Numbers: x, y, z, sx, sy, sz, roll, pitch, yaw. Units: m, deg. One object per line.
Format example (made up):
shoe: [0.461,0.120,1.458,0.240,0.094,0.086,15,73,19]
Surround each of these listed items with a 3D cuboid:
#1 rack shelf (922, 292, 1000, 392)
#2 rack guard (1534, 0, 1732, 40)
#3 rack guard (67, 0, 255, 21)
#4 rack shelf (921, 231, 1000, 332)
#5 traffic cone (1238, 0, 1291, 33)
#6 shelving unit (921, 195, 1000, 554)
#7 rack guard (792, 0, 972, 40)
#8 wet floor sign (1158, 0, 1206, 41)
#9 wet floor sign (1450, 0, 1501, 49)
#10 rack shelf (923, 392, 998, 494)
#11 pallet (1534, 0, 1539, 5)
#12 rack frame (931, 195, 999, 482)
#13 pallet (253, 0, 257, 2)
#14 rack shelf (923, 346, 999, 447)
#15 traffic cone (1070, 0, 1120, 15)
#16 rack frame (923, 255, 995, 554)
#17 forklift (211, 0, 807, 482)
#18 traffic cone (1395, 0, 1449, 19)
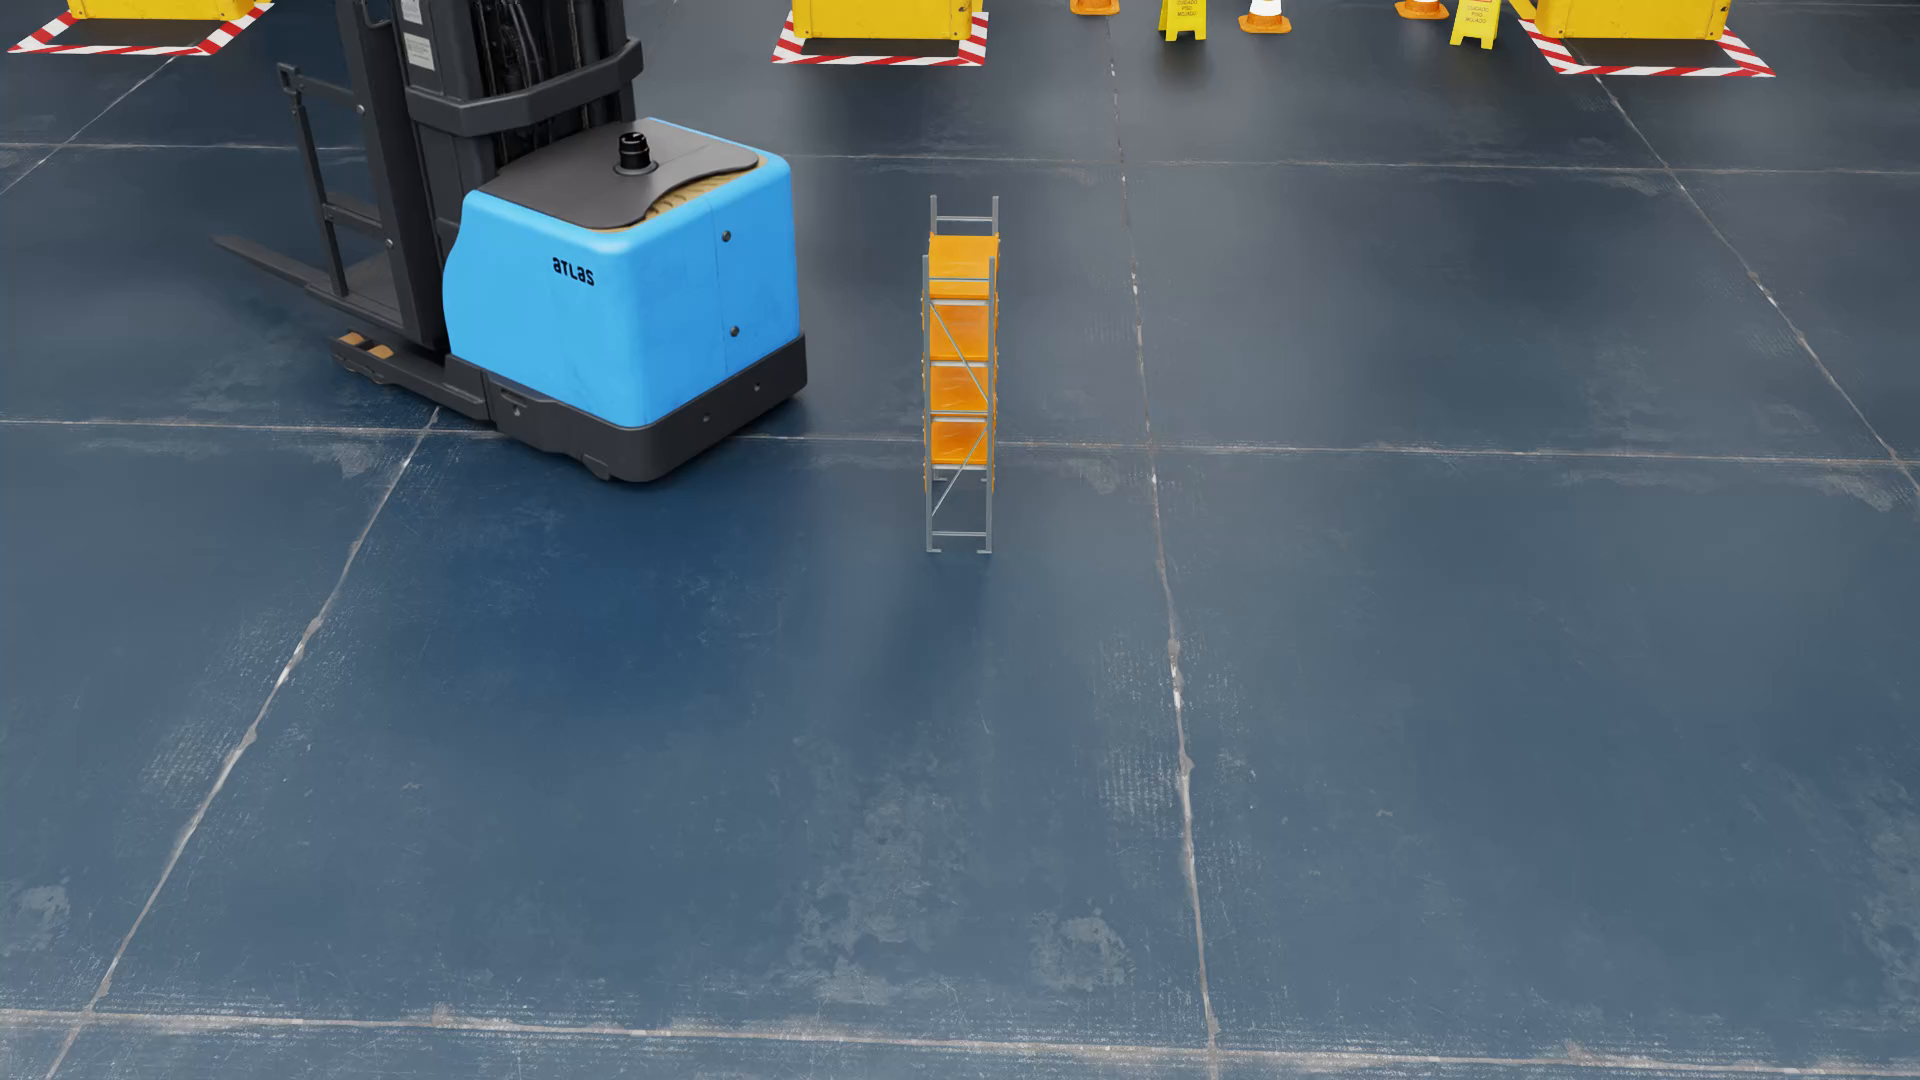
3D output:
rack shelf: [0.007,-0.714,5.950,0.258,0.148,0.480,1,35,2]
rack guard: [4.443,-3.600,10.937,1.175,0.500,0.348,1,35,2]
rack guard: [-5.459,-3.829,11.263,1.175,0.500,0.348,1,35,2]
rack shelf: [0.007,-0.907,5.814,0.258,0.148,0.480,1,35,2]
traffic cone: [2.046,-3.648,11.038,0.336,0.463,0.334,1,35,2]
shelving unit: [0.007,-0.586,6.040,0.258,1.200,0.503,1,35,2]
rack guard: [-0.511,-3.599,10.936,1.175,0.500,0.348,1,35,2]
wet floor sign: [1.467,-3.609,10.825,0.267,0.644,0.232,-4,35,-6]
wet floor sign: [3.363,-3.531,10.713,0.267,0.644,0.232,13,37,18]
rack shelf: [0.007,-0.368,6.193,0.258,0.148,0.480,1,35,2]
pallet: [4.511,-3.947,11.683,1.003,0.211,1.213,1,35,2]
rack frame: [0.016,-0.726,6.240,0.240,1.200,0.015,1,35,2]
pallet: [-5.391,-4.176,12.009,1.003,0.211,1.213,1,35,2]
rack shelf: [0.007,-0.531,6.079,0.258,0.148,0.480,1,35,2]
traffic cone: [0.930,-3.869,11.353,0.336,0.463,0.334,1,35,2]
rack frame: [-0.003,-0.446,5.841,0.240,1.200,0.015,1,35,2]
forklift: [-2.140,-2.095,6.682,3.031,2.935,1.130,23,41,29]
traffic cone: [3.169,-3.818,11.280,0.336,0.463,0.334,1,35,2]
